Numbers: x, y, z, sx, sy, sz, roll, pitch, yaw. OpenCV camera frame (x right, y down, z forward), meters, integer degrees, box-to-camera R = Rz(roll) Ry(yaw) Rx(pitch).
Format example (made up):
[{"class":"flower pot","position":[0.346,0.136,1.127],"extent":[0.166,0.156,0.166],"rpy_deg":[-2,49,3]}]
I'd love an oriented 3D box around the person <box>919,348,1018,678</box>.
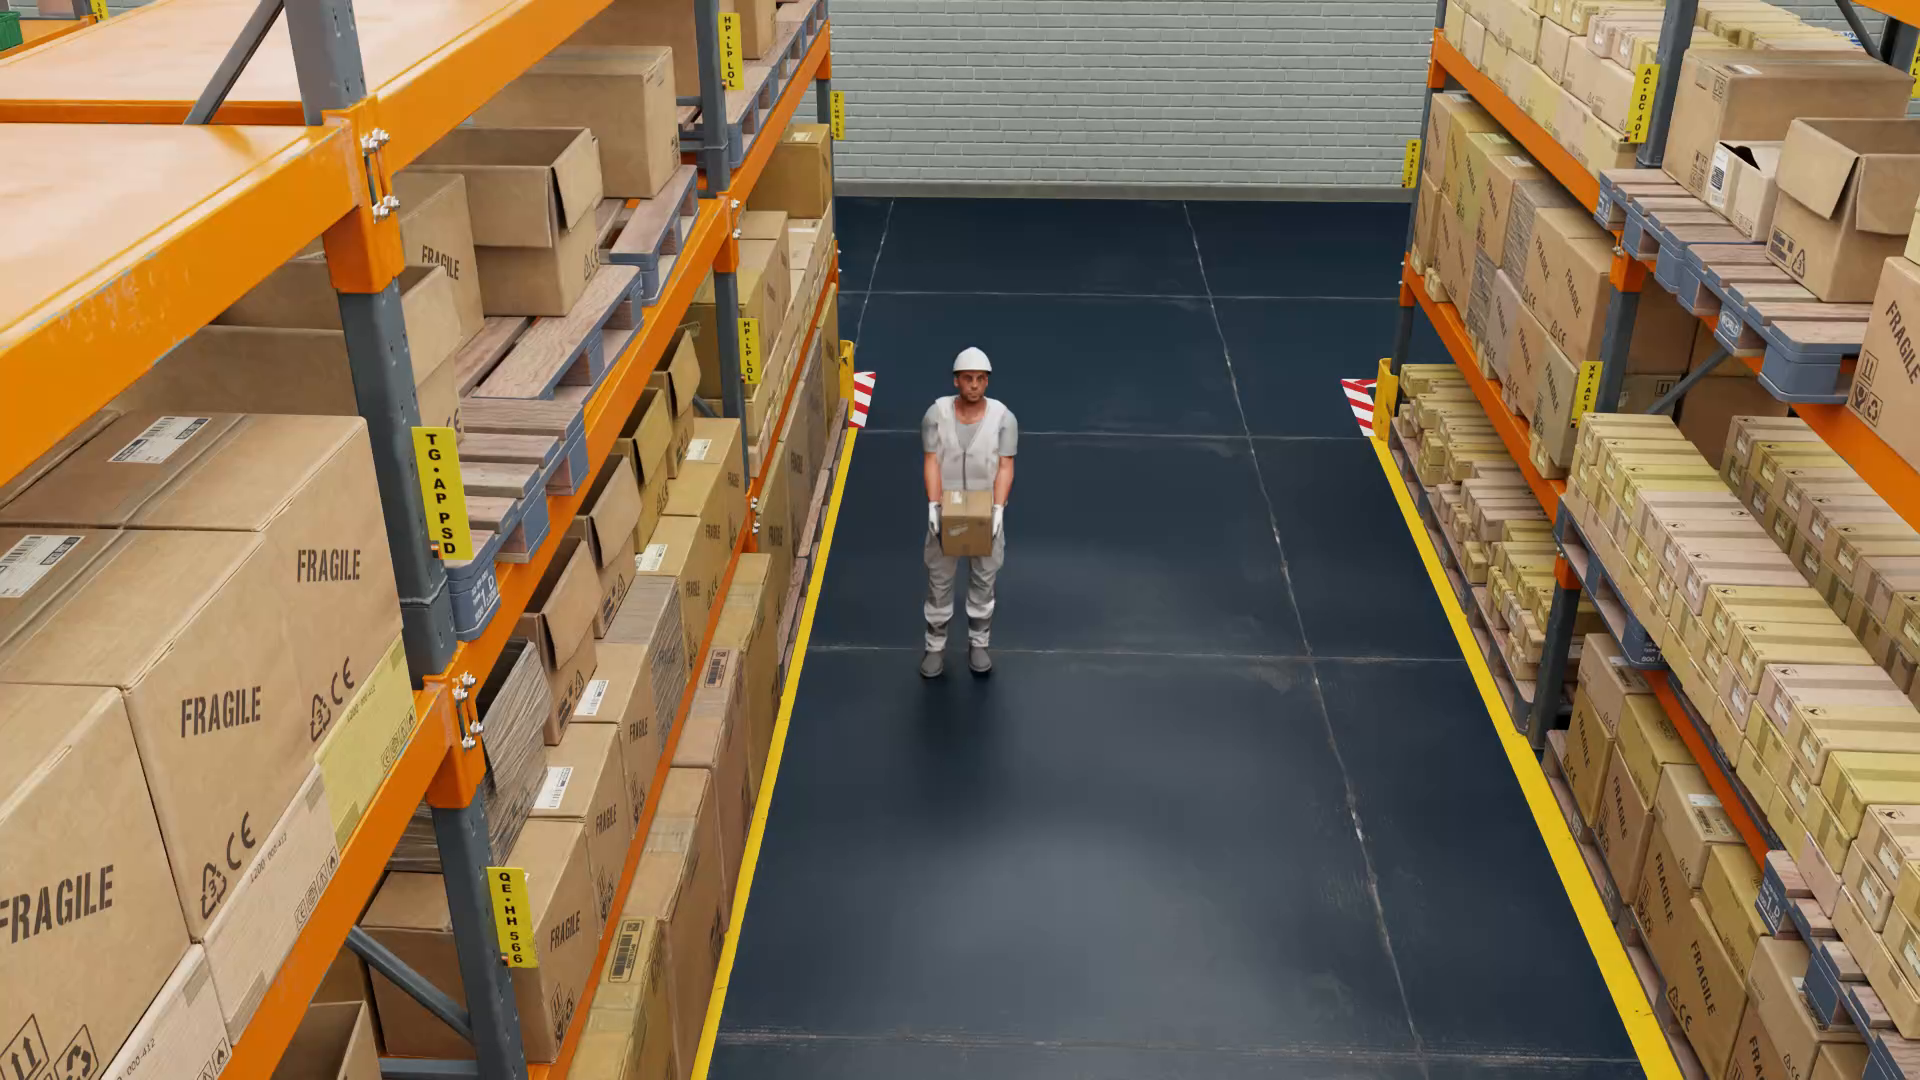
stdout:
[{"class":"person","position":[0.040,-0.119,8.816],"extent":[0.525,1.793,0.542],"rpy_deg":[1,28,2]}]
